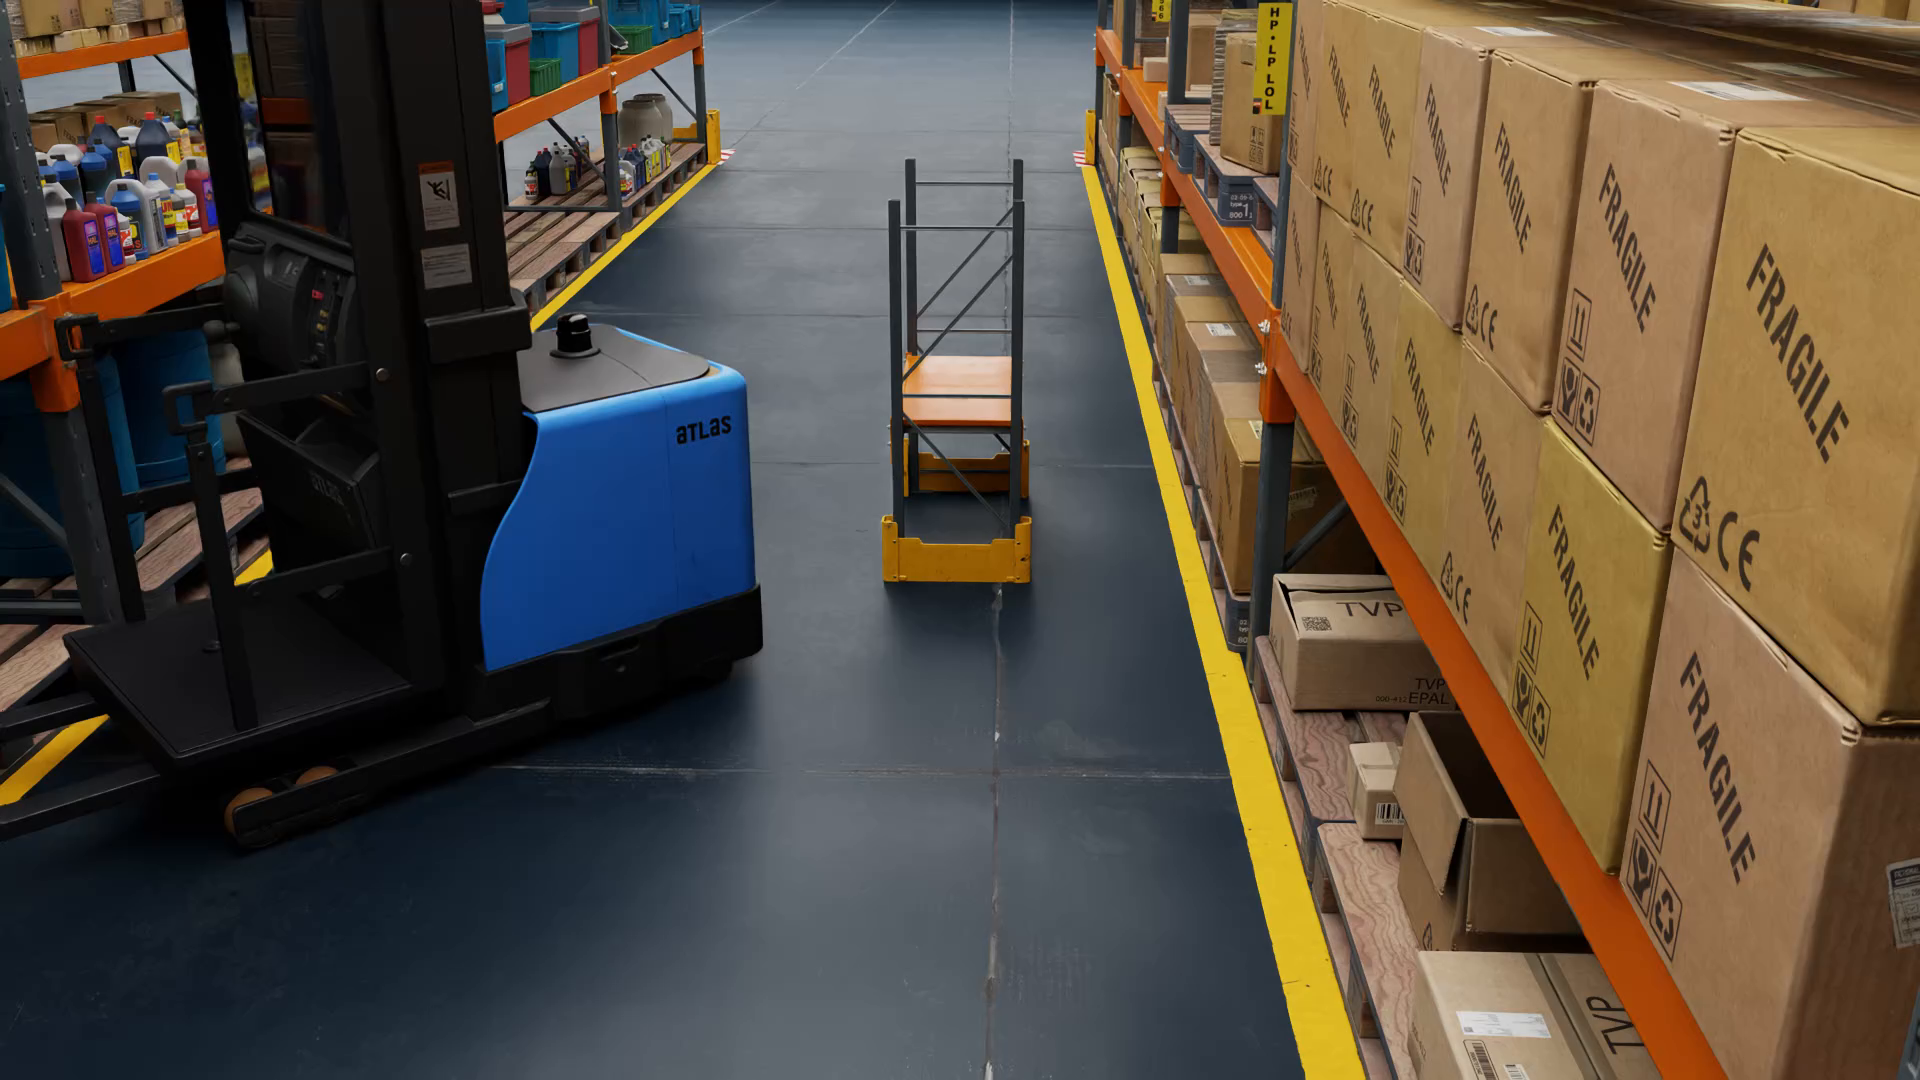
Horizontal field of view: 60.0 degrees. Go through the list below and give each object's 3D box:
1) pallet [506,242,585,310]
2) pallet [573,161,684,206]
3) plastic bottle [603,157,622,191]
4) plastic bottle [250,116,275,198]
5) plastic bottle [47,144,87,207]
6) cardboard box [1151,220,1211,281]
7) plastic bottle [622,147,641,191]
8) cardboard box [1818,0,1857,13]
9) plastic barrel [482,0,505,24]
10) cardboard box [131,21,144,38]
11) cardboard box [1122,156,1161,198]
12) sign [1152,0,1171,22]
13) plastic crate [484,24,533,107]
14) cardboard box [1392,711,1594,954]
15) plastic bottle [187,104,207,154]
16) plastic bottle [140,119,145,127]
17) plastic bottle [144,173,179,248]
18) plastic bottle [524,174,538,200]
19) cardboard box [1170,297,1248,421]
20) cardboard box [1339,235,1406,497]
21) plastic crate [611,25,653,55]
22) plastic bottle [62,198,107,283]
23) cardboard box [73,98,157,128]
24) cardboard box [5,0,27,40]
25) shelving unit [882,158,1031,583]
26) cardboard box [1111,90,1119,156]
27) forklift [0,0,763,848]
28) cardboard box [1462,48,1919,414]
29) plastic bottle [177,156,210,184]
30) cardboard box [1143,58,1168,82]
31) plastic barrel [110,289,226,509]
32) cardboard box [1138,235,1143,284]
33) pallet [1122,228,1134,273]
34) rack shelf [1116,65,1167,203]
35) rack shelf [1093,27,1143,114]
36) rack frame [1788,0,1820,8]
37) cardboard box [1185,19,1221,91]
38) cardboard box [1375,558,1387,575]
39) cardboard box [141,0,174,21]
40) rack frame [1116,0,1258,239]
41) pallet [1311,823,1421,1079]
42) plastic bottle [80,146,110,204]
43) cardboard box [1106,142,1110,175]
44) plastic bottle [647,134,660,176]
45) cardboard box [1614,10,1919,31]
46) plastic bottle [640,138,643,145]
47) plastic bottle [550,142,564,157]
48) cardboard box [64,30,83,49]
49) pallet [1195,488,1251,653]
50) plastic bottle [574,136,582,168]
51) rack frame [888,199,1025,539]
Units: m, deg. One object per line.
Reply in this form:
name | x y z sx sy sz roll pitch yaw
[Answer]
pallet | -3.228 -1.830 11.454 1.003 0.211 1.213 1 21 2
pallet | -3.112 -3.242 15.092 1.003 0.211 1.213 1 21 2
plastic bottle | -2.914 -3.116 13.967 0.144 0.351 0.185 1 21 2
plastic bottle | -3.007 -1.651 7.206 0.144 0.351 0.185 1 21 2
plastic bottle | -3.726 -1.500 6.919 0.152 0.276 0.135 1 21 2
cardboard box | 1.390 -1.722 9.766 0.500 0.311 0.500 1 21 3
plastic bottle | -2.770 -3.114 13.963 0.144 0.351 0.185 1 21 3
cardboard box | 6.644 -3.816 11.971 0.700 0.500 0.500 1 21 2
plastic barrel | -3.457 -3.577 11.913 0.433 0.535 0.433 0 21 0
cardboard box | -7.877 -4.774 15.533 0.380 0.149 0.250 1 21 2
cardboard box | 1.460 -2.649 12.154 0.500 0.311 0.500 0 21 1
sign | 1.066 -2.900 8.754 0.100 0.325 0.005 1 21 2
plastic crate | -2.976 -3.021 10.581 0.402 0.464 0.583 1 21 2
cardboard box | 1.447 0.729 3.845 0.797 0.503 0.637 1 21 2
plastic bottle | -3.731 -1.988 8.168 0.061 0.283 0.133 1 21 2
plastic bottle | -3.748 -1.786 7.647 0.061 0.283 0.133 1 21 2
plastic bottle | -3.015 -1.242 6.260 0.097 0.271 0.097 0 21 0
plastic bottle | -3.509 -2.892 13.596 0.097 0.201 0.097 0 21 0
cardboard box | 1.290 -0.863 7.953 0.500 0.500 0.500 0 21 1
cardboard box | 1.181 -0.408 3.795 0.500 0.500 0.500 1 21 1
plastic crate | -2.885 -4.246 14.118 0.450 0.188 0.662 1 21 2
plastic bottle | -3.015 -1.038 5.719 0.061 0.283 0.133 1 21 2
cardboard box | -8.058 -3.946 15.927 0.500 0.500 0.500 6 22 16
cardboard box | -8.084 -4.259 13.309 0.875 0.500 0.500 1 21 2
shelving unit | 0.002 -0.727 6.829 0.587 1.500 1.083 1 21 2
cardboard box | 1.576 -3.596 14.334 0.500 0.500 0.500 1 21 2
forklift | -2.133 -0.700 4.781 3.031 2.935 1.130 -18 27 -38
cardboard box | 1.141 -0.509 2.674 0.500 0.500 0.500 1 21 3
plastic bottle | -3.029 -1.405 6.674 0.152 0.276 0.135 1 21 2
cardboard box | 1.511 -3.366 11.904 0.380 0.149 0.250 1 21 2
plastic barrel | -3.397 -0.634 6.838 0.600 0.901 0.708 1 21 2
cardboard box | 1.423 -1.830 10.819 0.500 0.250 0.500 1 21 3
pallet | 1.759 -2.234 12.495 1.003 0.211 1.213 1 21 2
rack shelf | 1.681 -2.743 10.945 1.077 0.370 4.000 1 21 2
rack shelf | 1.803 -4.189 14.673 1.077 0.370 4.000 1 21 2
rack frame | 6.694 -3.748 12.542 1.000 3.000 0.127 1 21 2
cardboard box | 1.655 -3.008 10.497 0.500 0.500 0.500 0 21 -1
cardboard box | 1.757 -0.121 6.040 0.500 0.500 0.500 0 21 -1
cardboard box | -7.977 -5.162 15.638 0.875 0.500 0.500 1 21 2
rack frame | 1.742 -3.801 12.679 1.000 3.000 0.127 1 21 2
pallet | 1.443 1.082 3.949 1.003 0.211 1.213 1 21 2
plastic bottle | -3.600 -1.503 6.933 0.097 0.271 0.097 0 21 0
cardboard box | 1.578 -3.427 14.936 0.500 0.250 0.500 1 21 2
plastic bottle | -2.745 -3.404 14.708 0.144 0.351 0.185 2 21 4
cardboard box | 1.714 -0.868 3.599 0.500 0.500 0.500 1 21 2
plastic bottle | -2.846 -3.483 15.006 0.061 0.283 0.133 1 21 2
plastic bottle | -3.462 -3.249 14.310 0.144 0.351 0.185 1 21 1
cardboard box | -7.839 -4.321 14.366 0.380 0.149 0.250 1 21 2
pallet | 1.486 0.097 6.487 1.003 0.211 1.213 1 21 2
plastic bottle | -3.479 -3.508 15.071 0.061 0.283 0.133 1 21 3
rack frame | -0.013 -0.546 6.363 0.500 1.500 0.032 1 21 2
